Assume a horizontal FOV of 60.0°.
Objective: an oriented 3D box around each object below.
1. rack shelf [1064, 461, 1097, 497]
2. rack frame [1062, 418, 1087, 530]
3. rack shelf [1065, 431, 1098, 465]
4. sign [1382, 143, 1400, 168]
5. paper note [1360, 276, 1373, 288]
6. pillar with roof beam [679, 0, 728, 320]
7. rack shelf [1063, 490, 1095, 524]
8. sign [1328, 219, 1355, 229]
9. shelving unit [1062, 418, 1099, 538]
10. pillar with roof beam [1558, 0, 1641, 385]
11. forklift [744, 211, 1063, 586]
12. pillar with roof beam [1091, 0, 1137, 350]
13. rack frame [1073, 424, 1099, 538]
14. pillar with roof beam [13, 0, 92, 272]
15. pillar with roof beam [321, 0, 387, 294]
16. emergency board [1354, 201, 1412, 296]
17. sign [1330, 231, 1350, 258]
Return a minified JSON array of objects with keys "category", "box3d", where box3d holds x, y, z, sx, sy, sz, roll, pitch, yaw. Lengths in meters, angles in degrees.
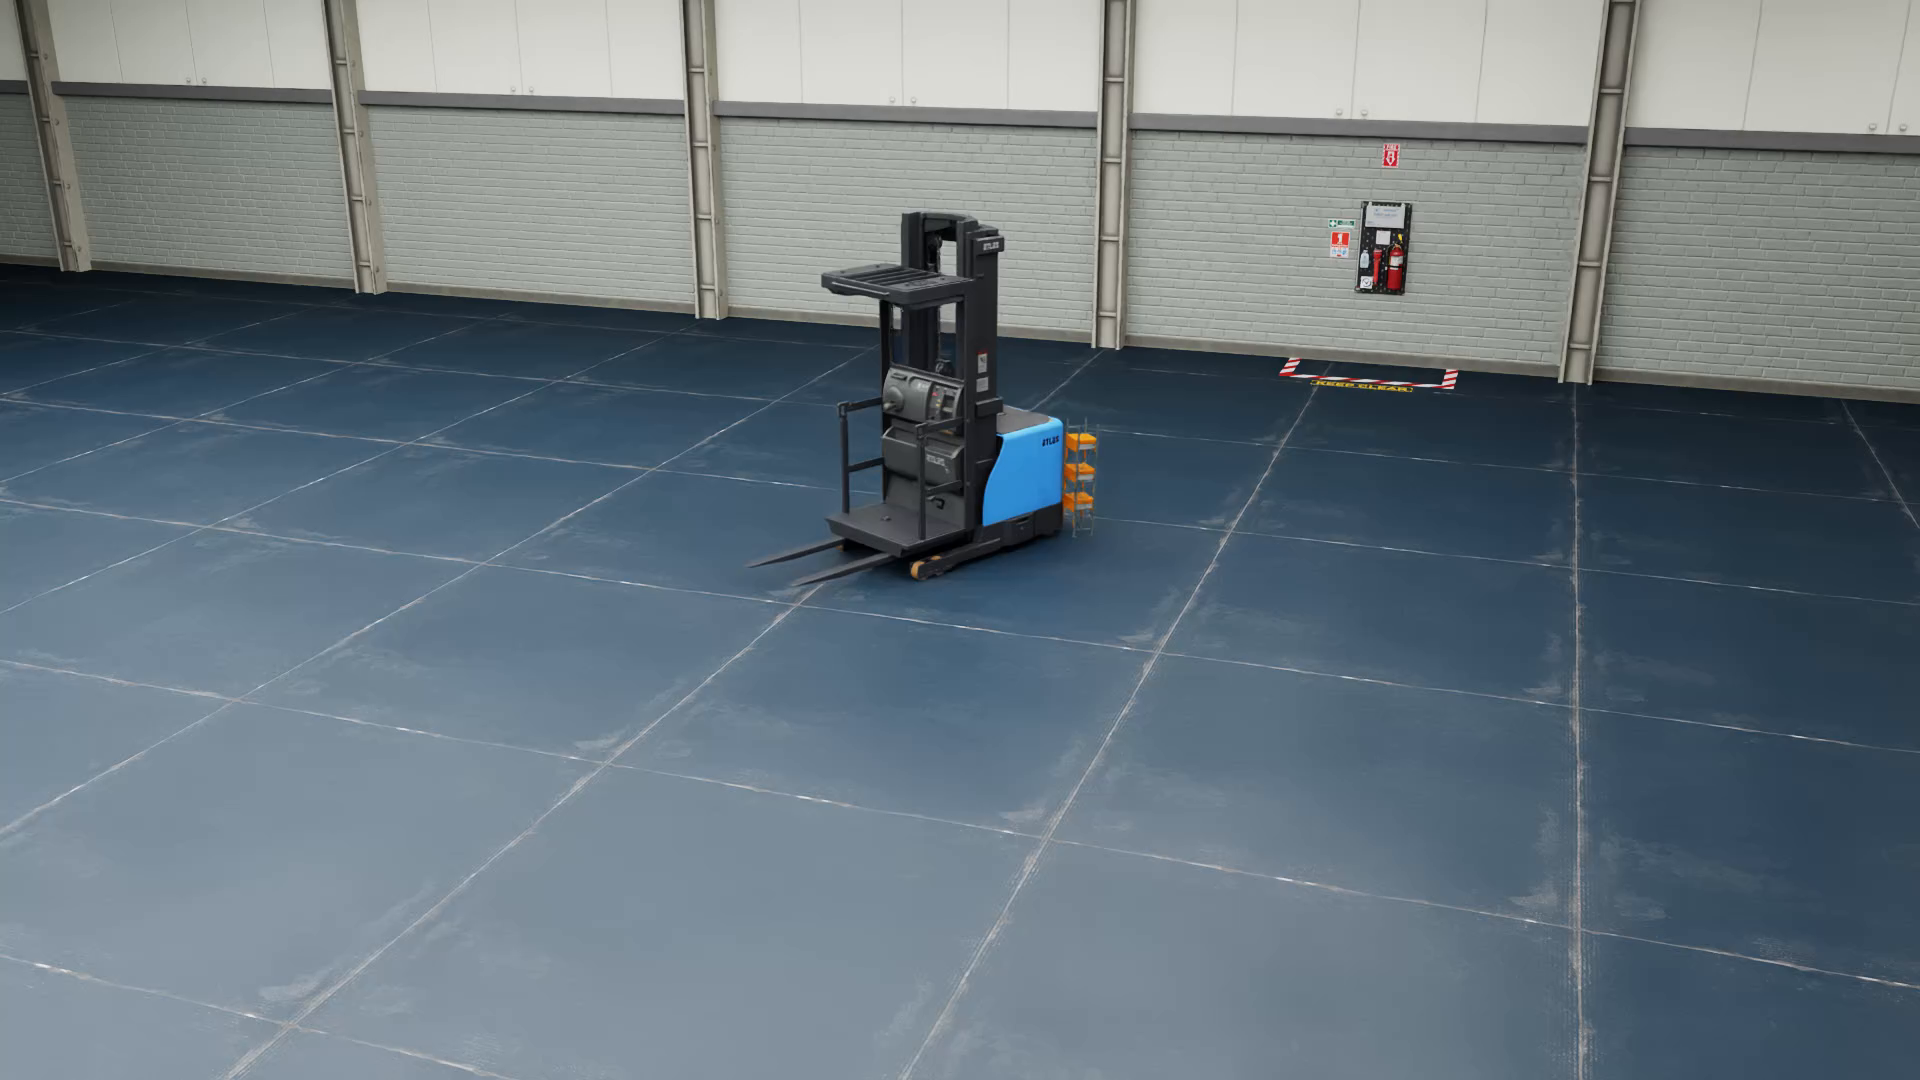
[{"category":"rack shelf","box3d":[1.090,-0.556,15.098,0.215,0.259,0.240,-6,20,-20]},{"category":"rack frame","box3d":[1.046,-0.603,15.202,0.200,1.050,0.008,-6,20,-20]},{"category":"rack shelf","box3d":[1.097,-0.824,15.007,0.215,0.259,0.240,-6,20,-20]},{"category":"sign","box3d":[5.389,-4.810,20.795,0.199,0.298,0.001,7,20,18]},{"category":"paper note","box3d":[5.219,-3.308,21.347,0.142,0.148,0.016,7,20,18]},{"category":"pillar with roof beam","box3d":[-5.062,-6.195,19.177,0.400,9.000,9.100,7,20,18]},{"category":"rack shelf","box3d":[1.082,-0.292,15.186,0.215,0.259,0.240,-6,20,-20]},{"category":"sign","box3d":[4.877,-4.039,21.246,0.331,0.109,0.001,7,20,18]},{"category":"shelving unit","box3d":[1.090,-0.566,15.094,0.215,1.050,0.252,-6,20,-20]},{"category":"pillar with roof beam","box3d":[6.273,-4.899,15.458,0.400,9.000,9.100,7,20,18]},{"category":"forklift","box3d":[-0.473,-1.229,14.150,3.031,2.935,1.130,-18,26,-41]},{"category":"pillar with roof beam","box3d":[0.605,-5.547,17.318,0.400,9.000,9.100,7,20,18]},{"category":"rack frame","box3d":[1.134,-0.528,14.987,0.200,1.050,0.008,-6,20,-20]},{"category":"pillar with roof beam","box3d":[-16.398,-7.491,22.896,0.400,9.000,9.100,7,20,18]},{"category":"pillar with roof beam","box3d":[-10.730,-6.843,21.036,0.400,9.000,9.100,7,20,18]},{"category":"emergency board","box3d":[5.364,-3.683,21.086,0.643,1.169,0.194,7,20,18]},{"category":"sign","box3d":[4.876,-3.792,21.343,0.234,0.329,0.001,7,20,18]}]
